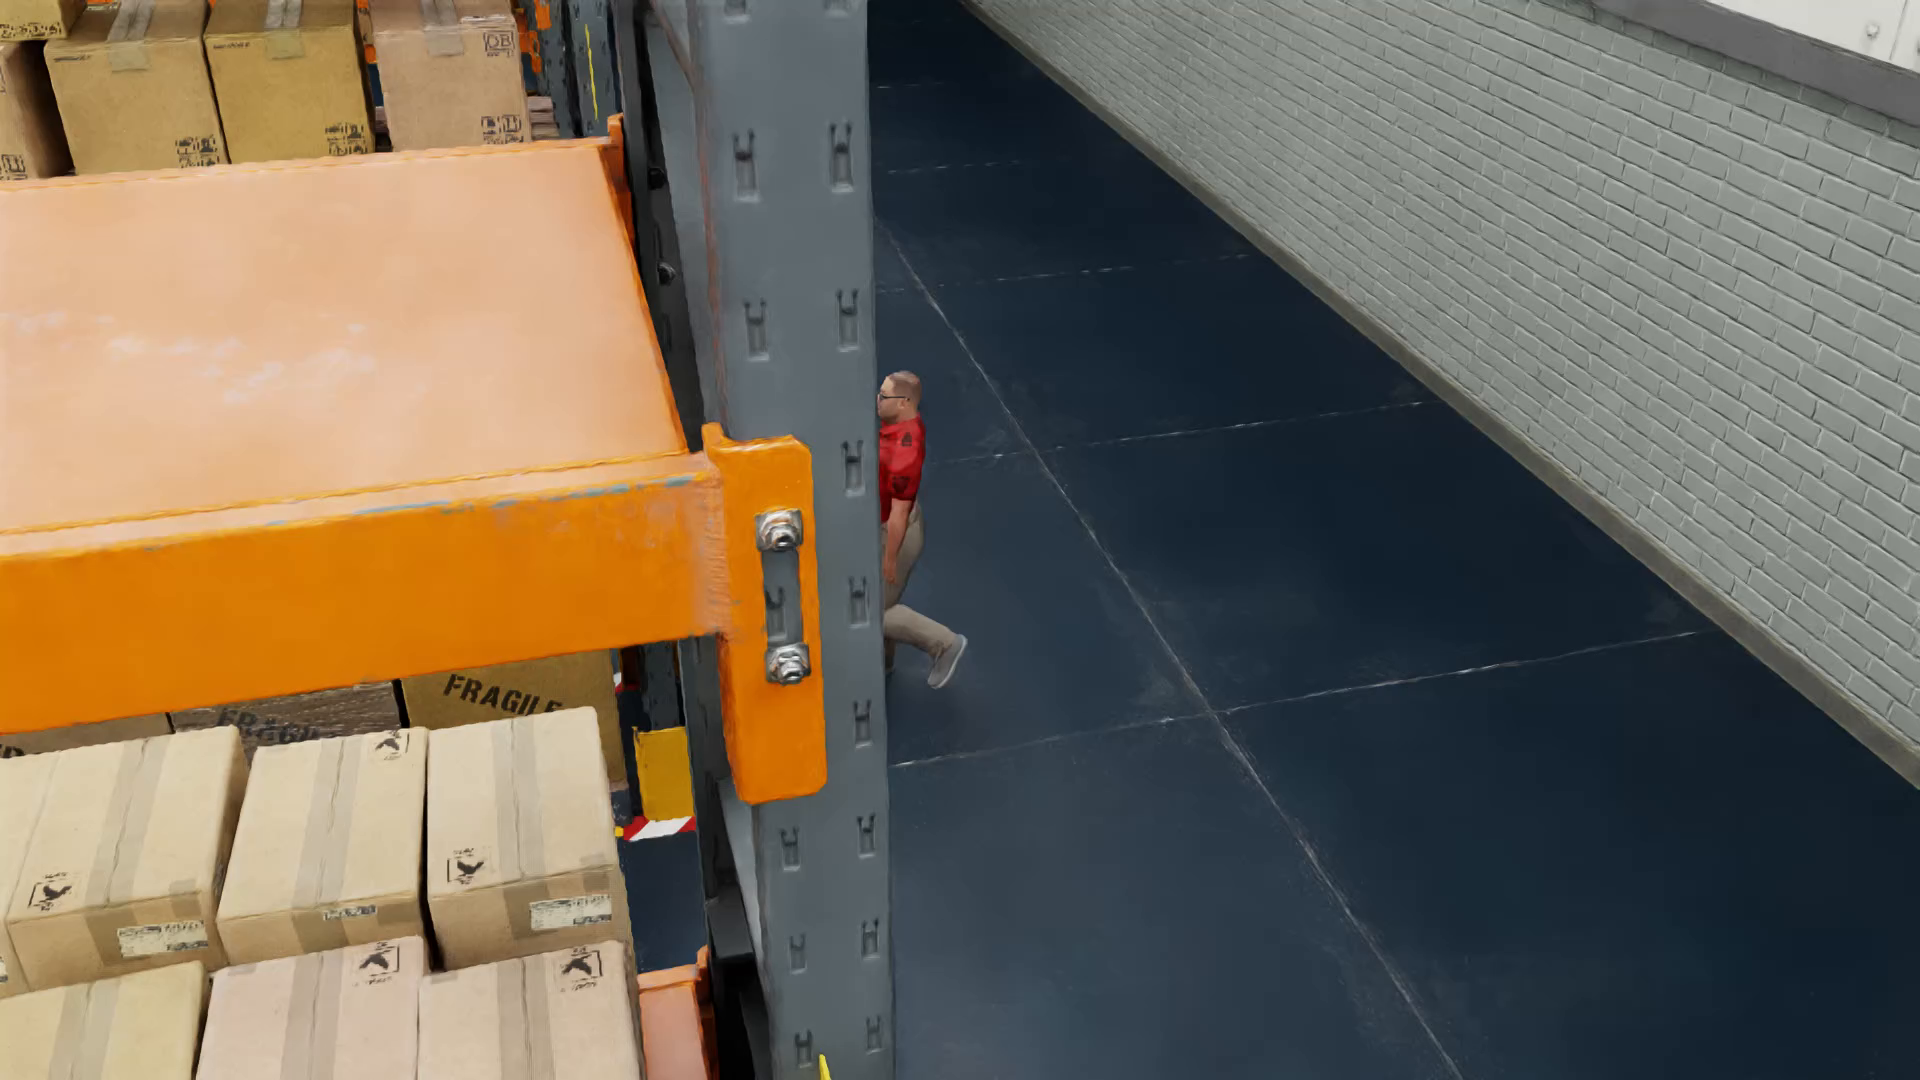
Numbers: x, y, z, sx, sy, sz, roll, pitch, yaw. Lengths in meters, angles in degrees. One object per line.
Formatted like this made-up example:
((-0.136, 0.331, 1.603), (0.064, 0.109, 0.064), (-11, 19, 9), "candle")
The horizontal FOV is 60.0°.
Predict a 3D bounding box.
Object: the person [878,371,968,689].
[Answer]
((-0.315, -0.028, 8.191), (0.706, 1.711, 0.552), (0, 30, 0), "person")
